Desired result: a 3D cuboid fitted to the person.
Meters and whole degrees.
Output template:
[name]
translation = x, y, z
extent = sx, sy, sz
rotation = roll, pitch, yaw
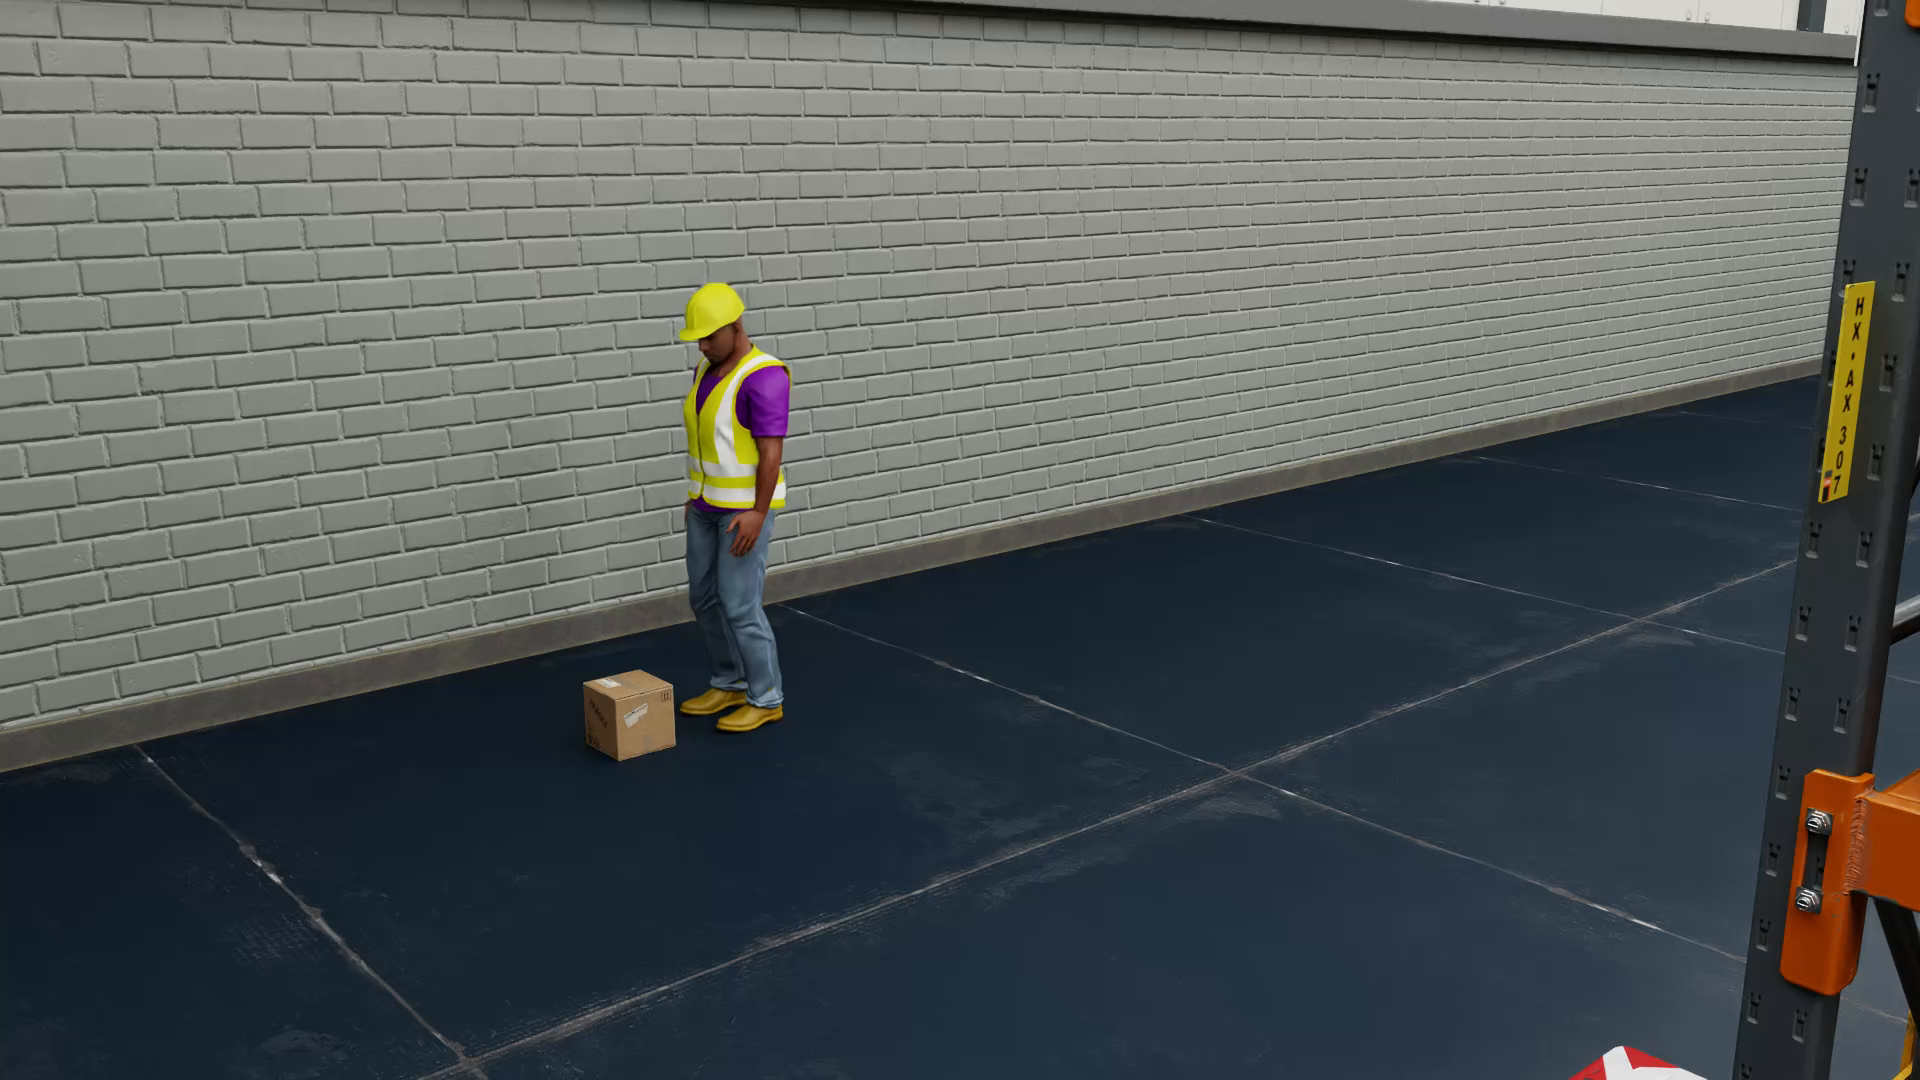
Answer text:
[person]
translation = -0.893, -0.128, 6.502
extent = 0.390, 1.749, 0.575
rotation = -11, 18, -38
